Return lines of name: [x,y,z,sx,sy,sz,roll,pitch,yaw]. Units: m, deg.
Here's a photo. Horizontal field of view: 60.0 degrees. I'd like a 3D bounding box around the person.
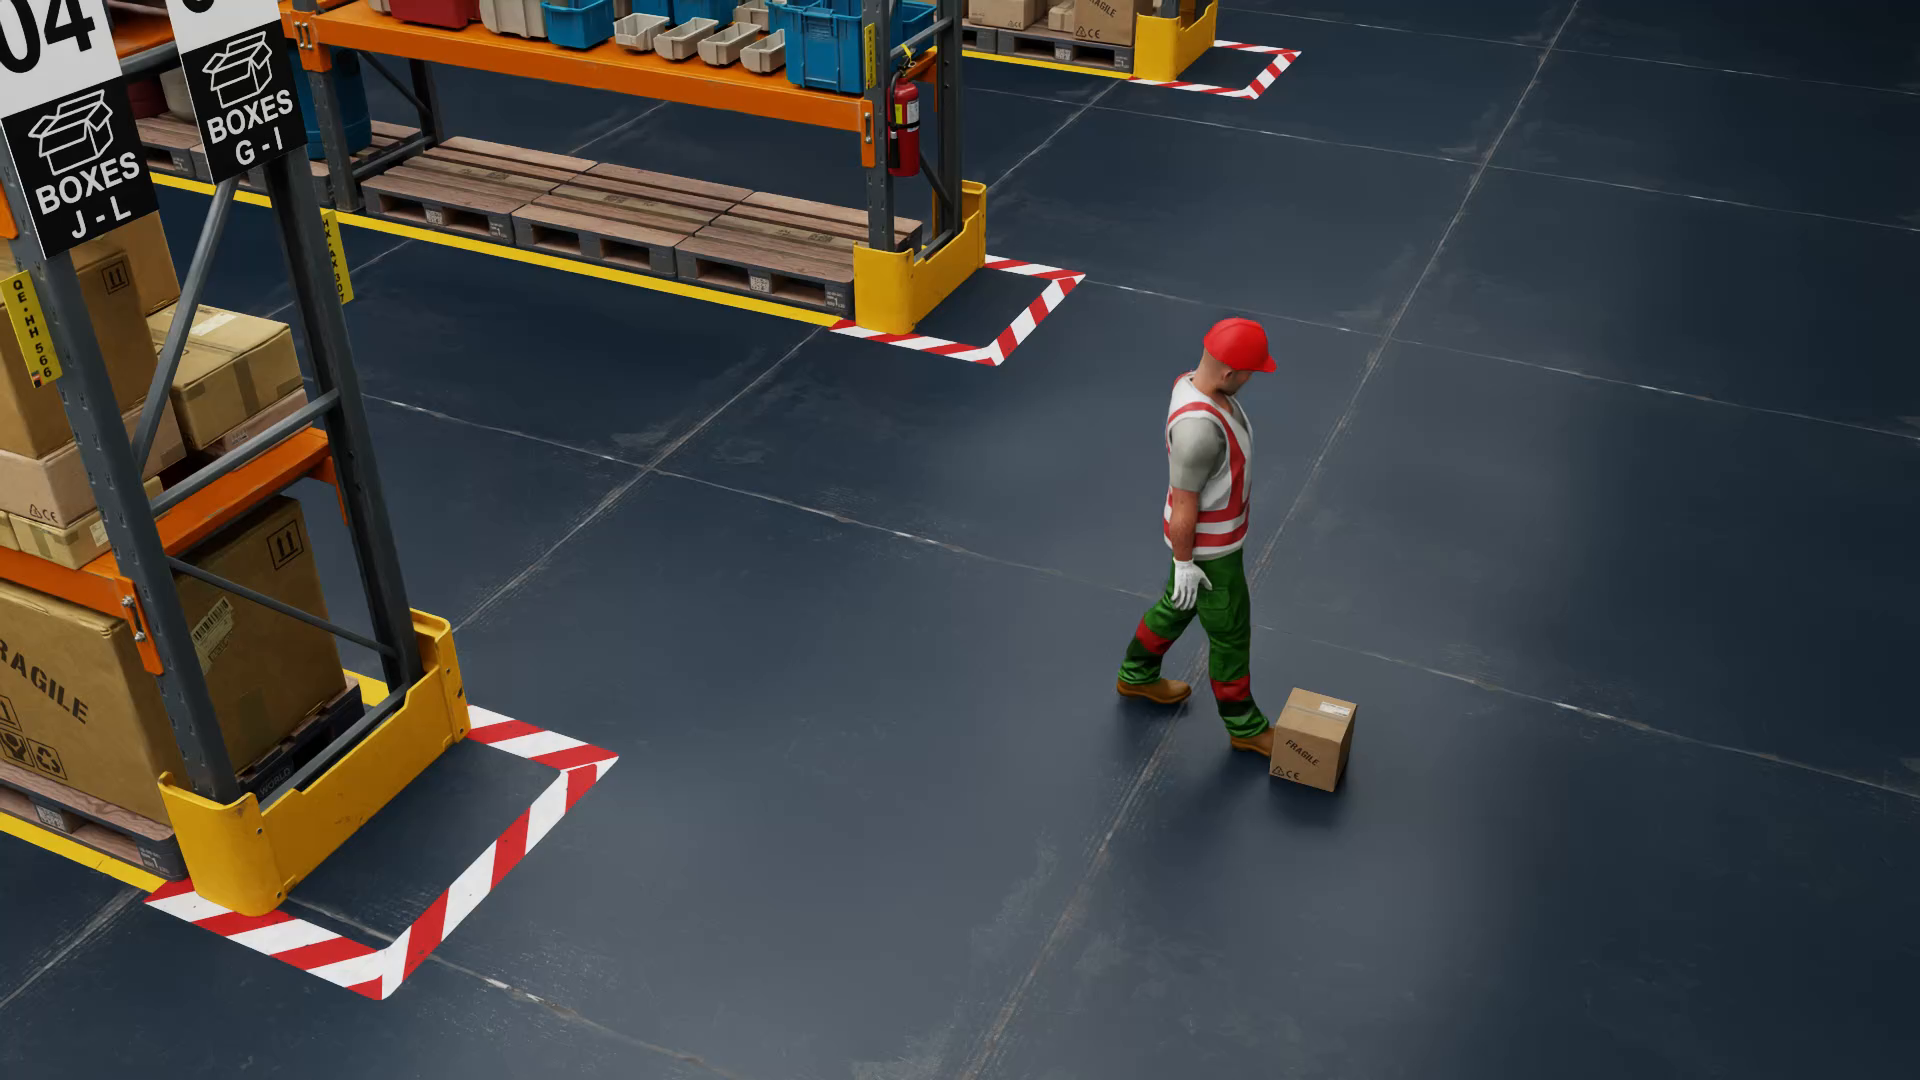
person: [0.989,-0.013,6.134,0.768,1.763,0.613,7,34,11]
